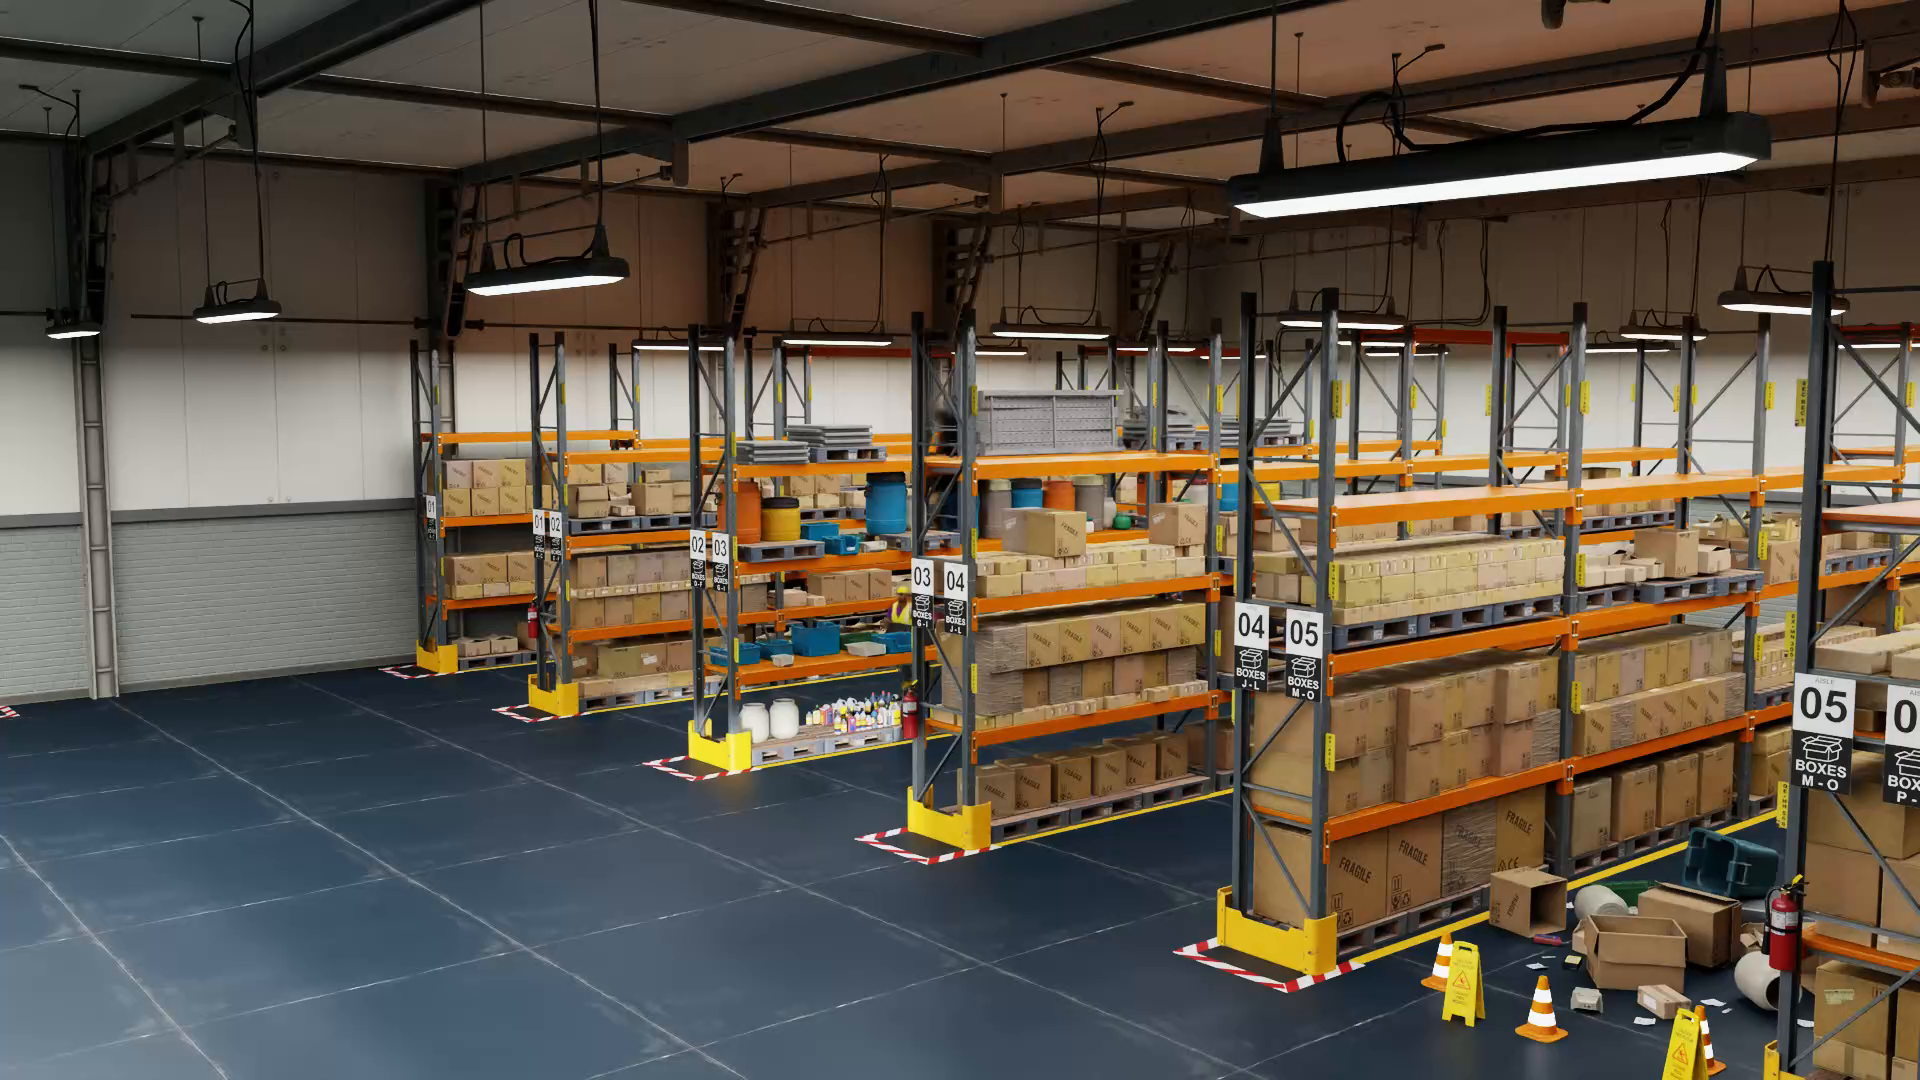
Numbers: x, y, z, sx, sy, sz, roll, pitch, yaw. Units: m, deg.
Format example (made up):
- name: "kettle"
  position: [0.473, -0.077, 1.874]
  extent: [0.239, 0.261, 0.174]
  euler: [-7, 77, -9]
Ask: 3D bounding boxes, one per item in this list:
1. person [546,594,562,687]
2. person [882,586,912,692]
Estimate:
- name: "person"
  position: [-6.844, 1.678, 28.780]
  extent: [0.672, 1.676, 0.687]
  euler: [2, 6, 18]
- name: "person"
  position: [-0.986, 1.684, 28.313]
  extent: [0.675, 1.802, 0.733]
  euler: [5, 7, 41]
